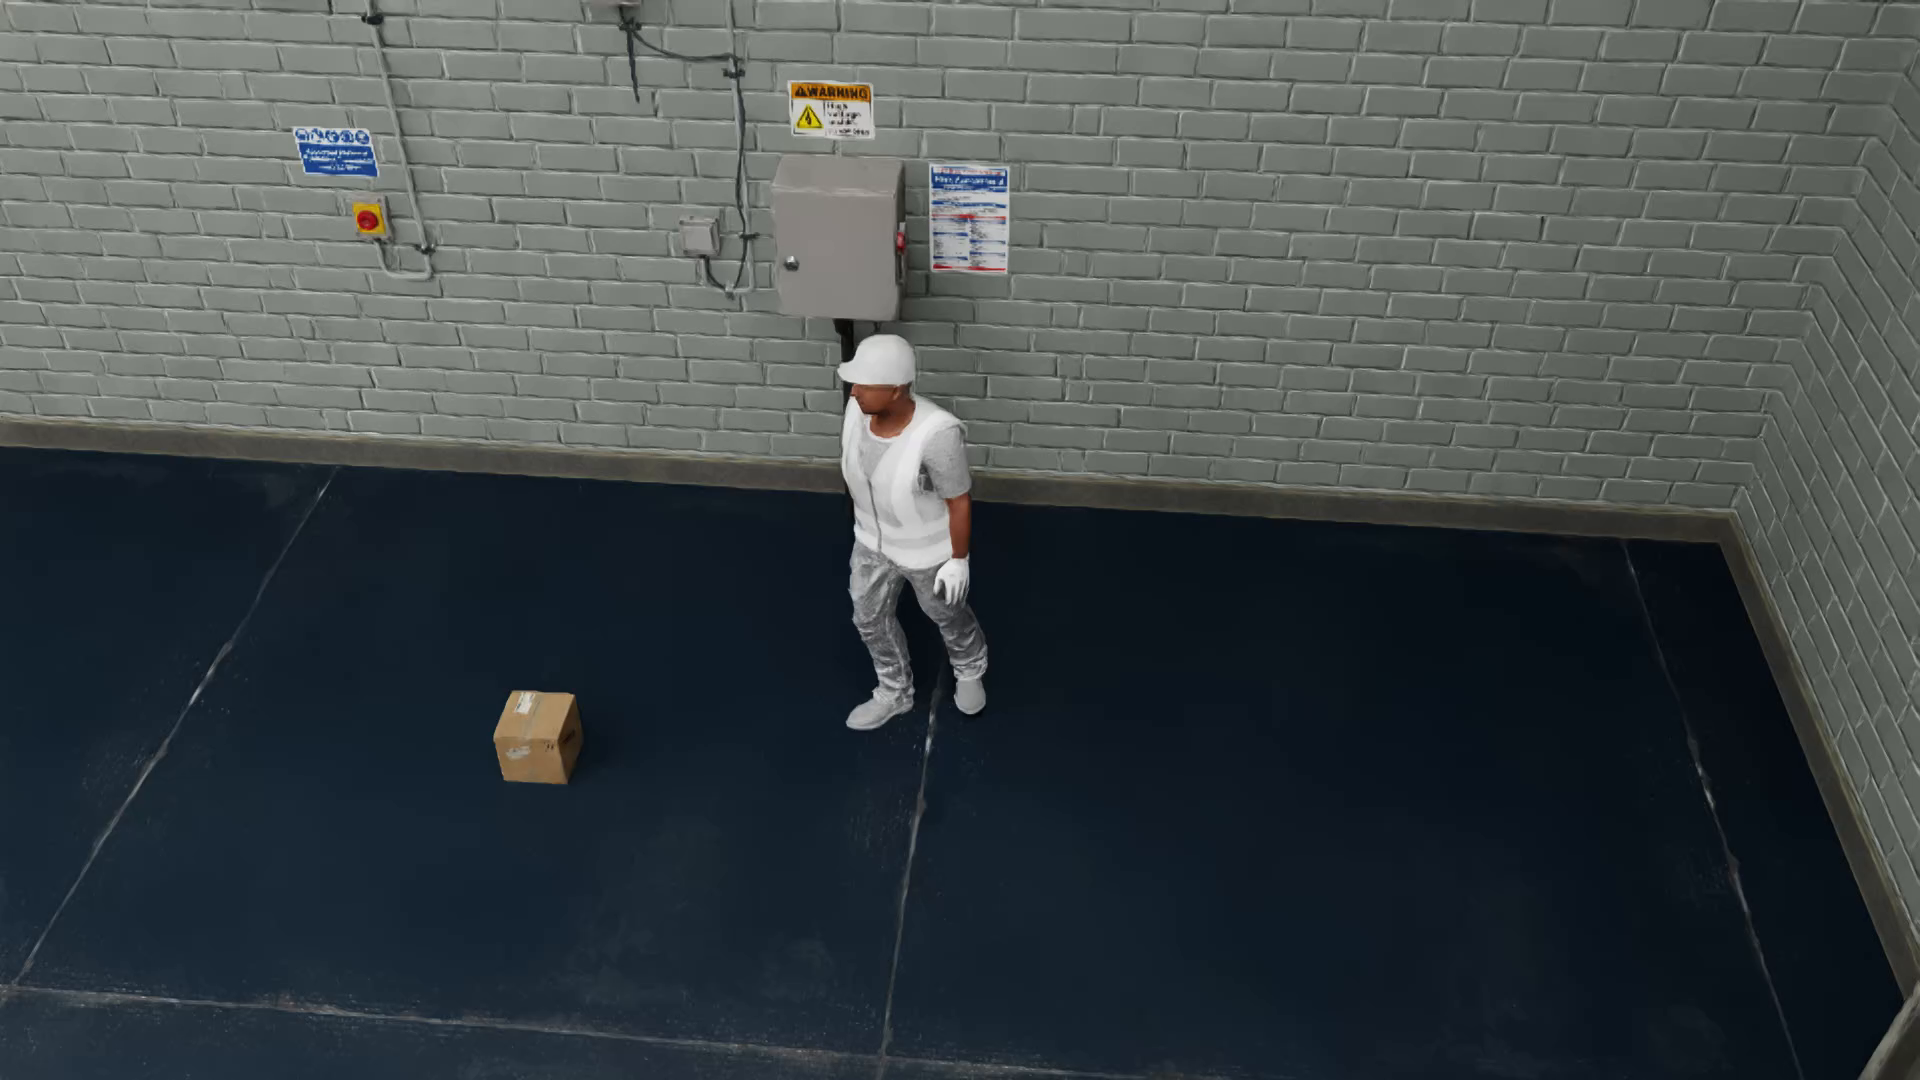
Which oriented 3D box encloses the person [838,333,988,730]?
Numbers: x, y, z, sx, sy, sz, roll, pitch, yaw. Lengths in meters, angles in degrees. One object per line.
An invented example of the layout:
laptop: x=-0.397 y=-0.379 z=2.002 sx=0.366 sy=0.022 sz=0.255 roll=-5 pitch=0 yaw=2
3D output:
person: x=-0.171 y=-0.021 z=6.169 sx=0.585 sy=1.776 sz=0.587 roll=27 pitch=47 yaw=29
